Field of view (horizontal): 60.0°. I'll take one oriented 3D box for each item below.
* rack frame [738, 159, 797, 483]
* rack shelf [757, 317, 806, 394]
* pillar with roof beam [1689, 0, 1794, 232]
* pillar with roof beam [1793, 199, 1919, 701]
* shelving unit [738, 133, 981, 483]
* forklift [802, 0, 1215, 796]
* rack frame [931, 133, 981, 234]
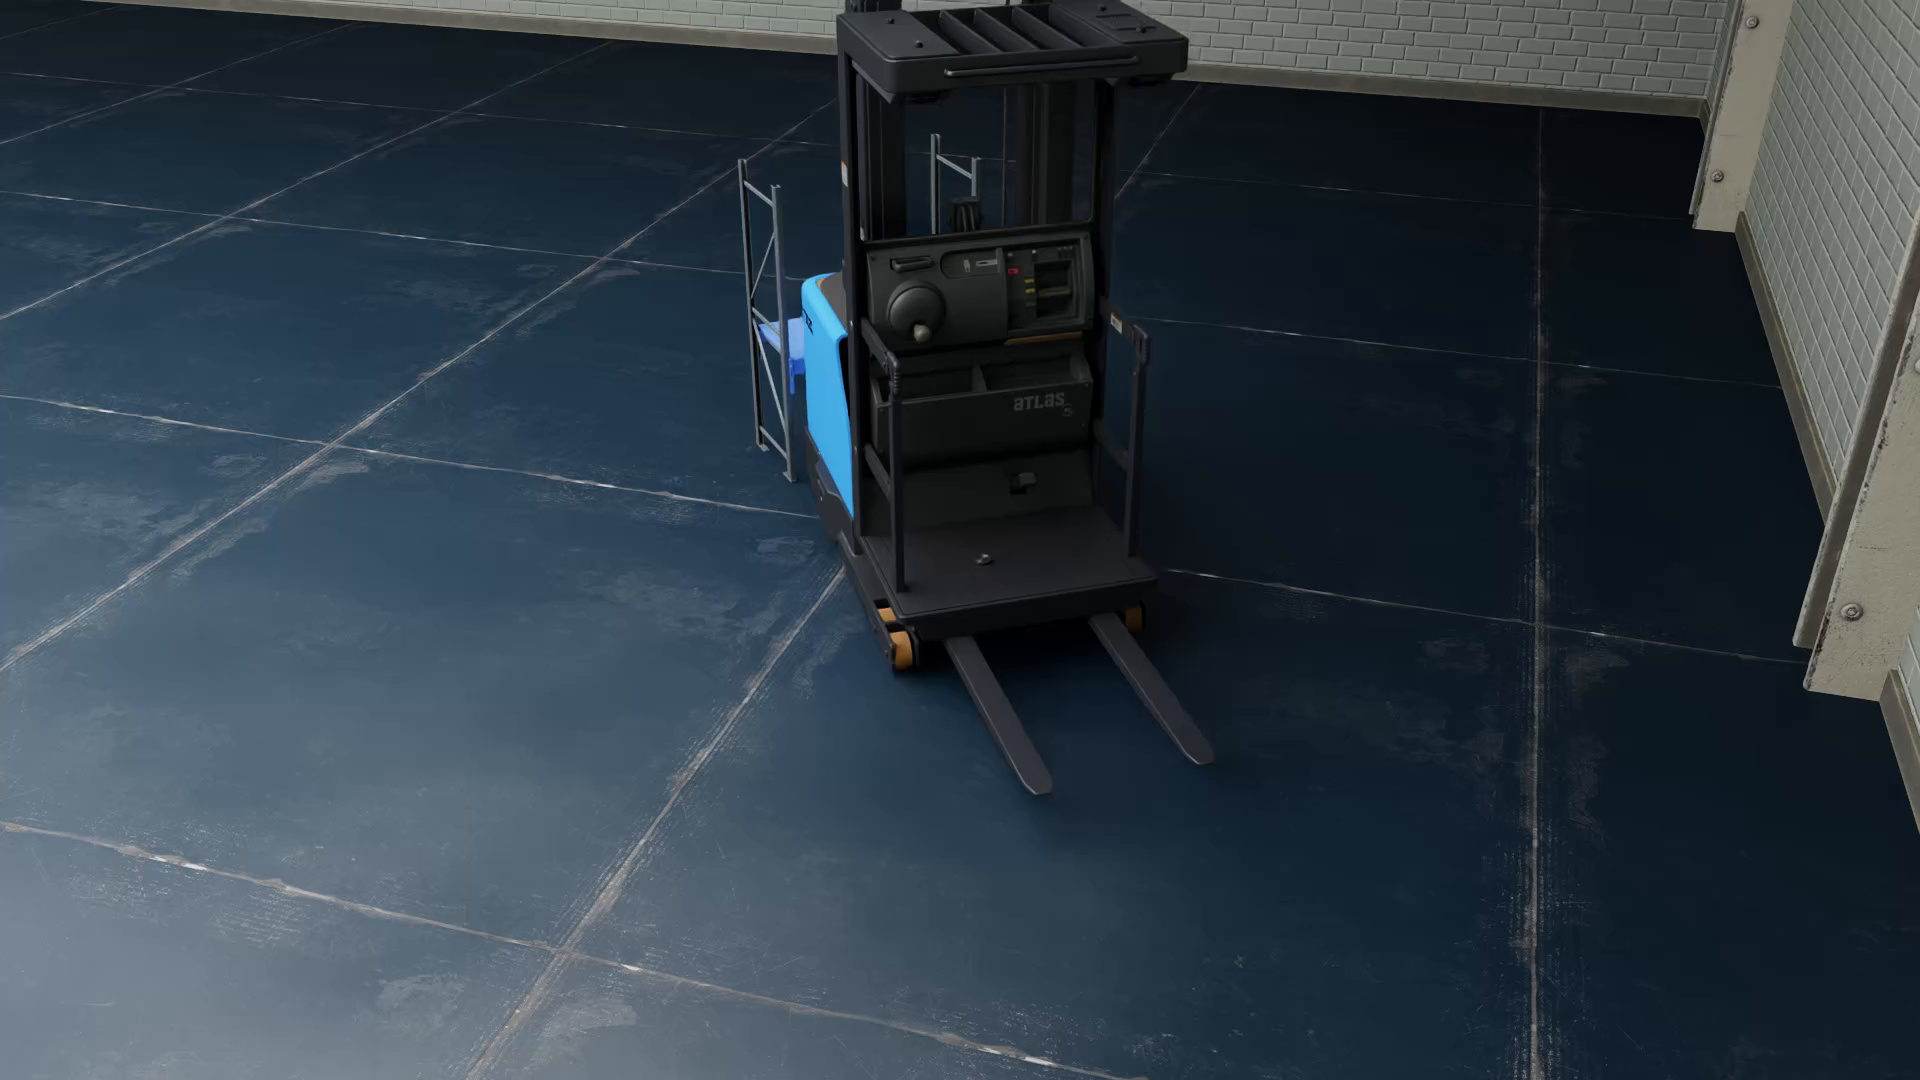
[{"bbox_3d":[-0.936,-1.053,8.100,0.032,1.500,0.500,-13,32,-23],"label":"rack frame"},{"bbox_3d":[-0.479,-1.004,8.382,1.000,0.185,0.538,-13,32,-23],"label":"rack shelf"},{"bbox_3d":[1.240,-6.804,10.725,9.100,9.000,0.400,8,30,15],"label":"pillar with roof beam"},{"bbox_3d":[-0.521,-4.016,5.712,9.100,9.000,0.400,8,30,15],"label":"pillar with roof beam"},{"bbox_3d":[-0.479,-1.161,8.295,1.048,1.500,0.538,-13,32,-23],"label":"shelving unit"},{"bbox_3d":[0.152,-0.960,6.461,1.130,2.935,3.031,-8,30,-14],"label":"forklift"},{"bbox_3d":[-0.023,-1.270,8.490,0.032,1.500,0.500,-13,32,-23],"label":"rack frame"}]
